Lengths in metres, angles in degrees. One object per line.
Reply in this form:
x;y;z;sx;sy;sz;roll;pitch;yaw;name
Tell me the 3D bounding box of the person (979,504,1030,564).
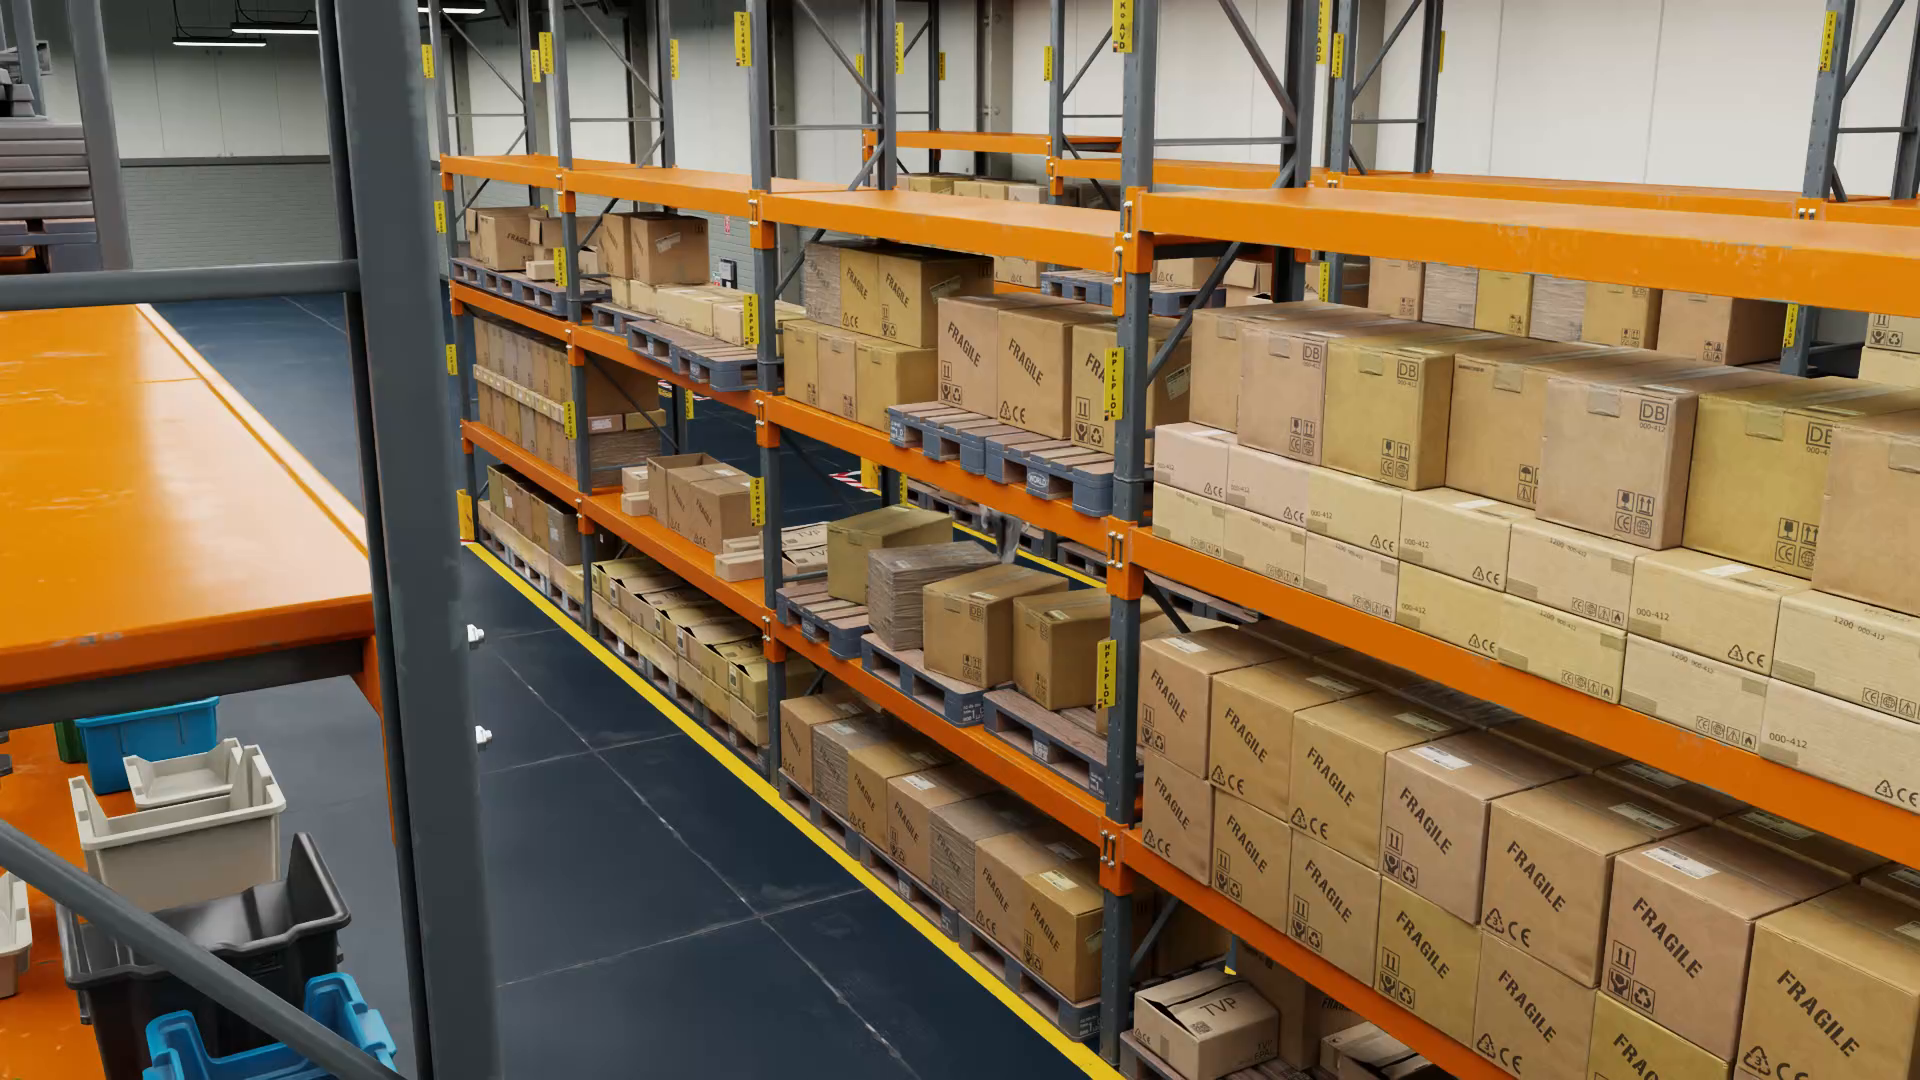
0.507;-0.279;16.009;0.504;1.662;0.660;7;17;25;person
